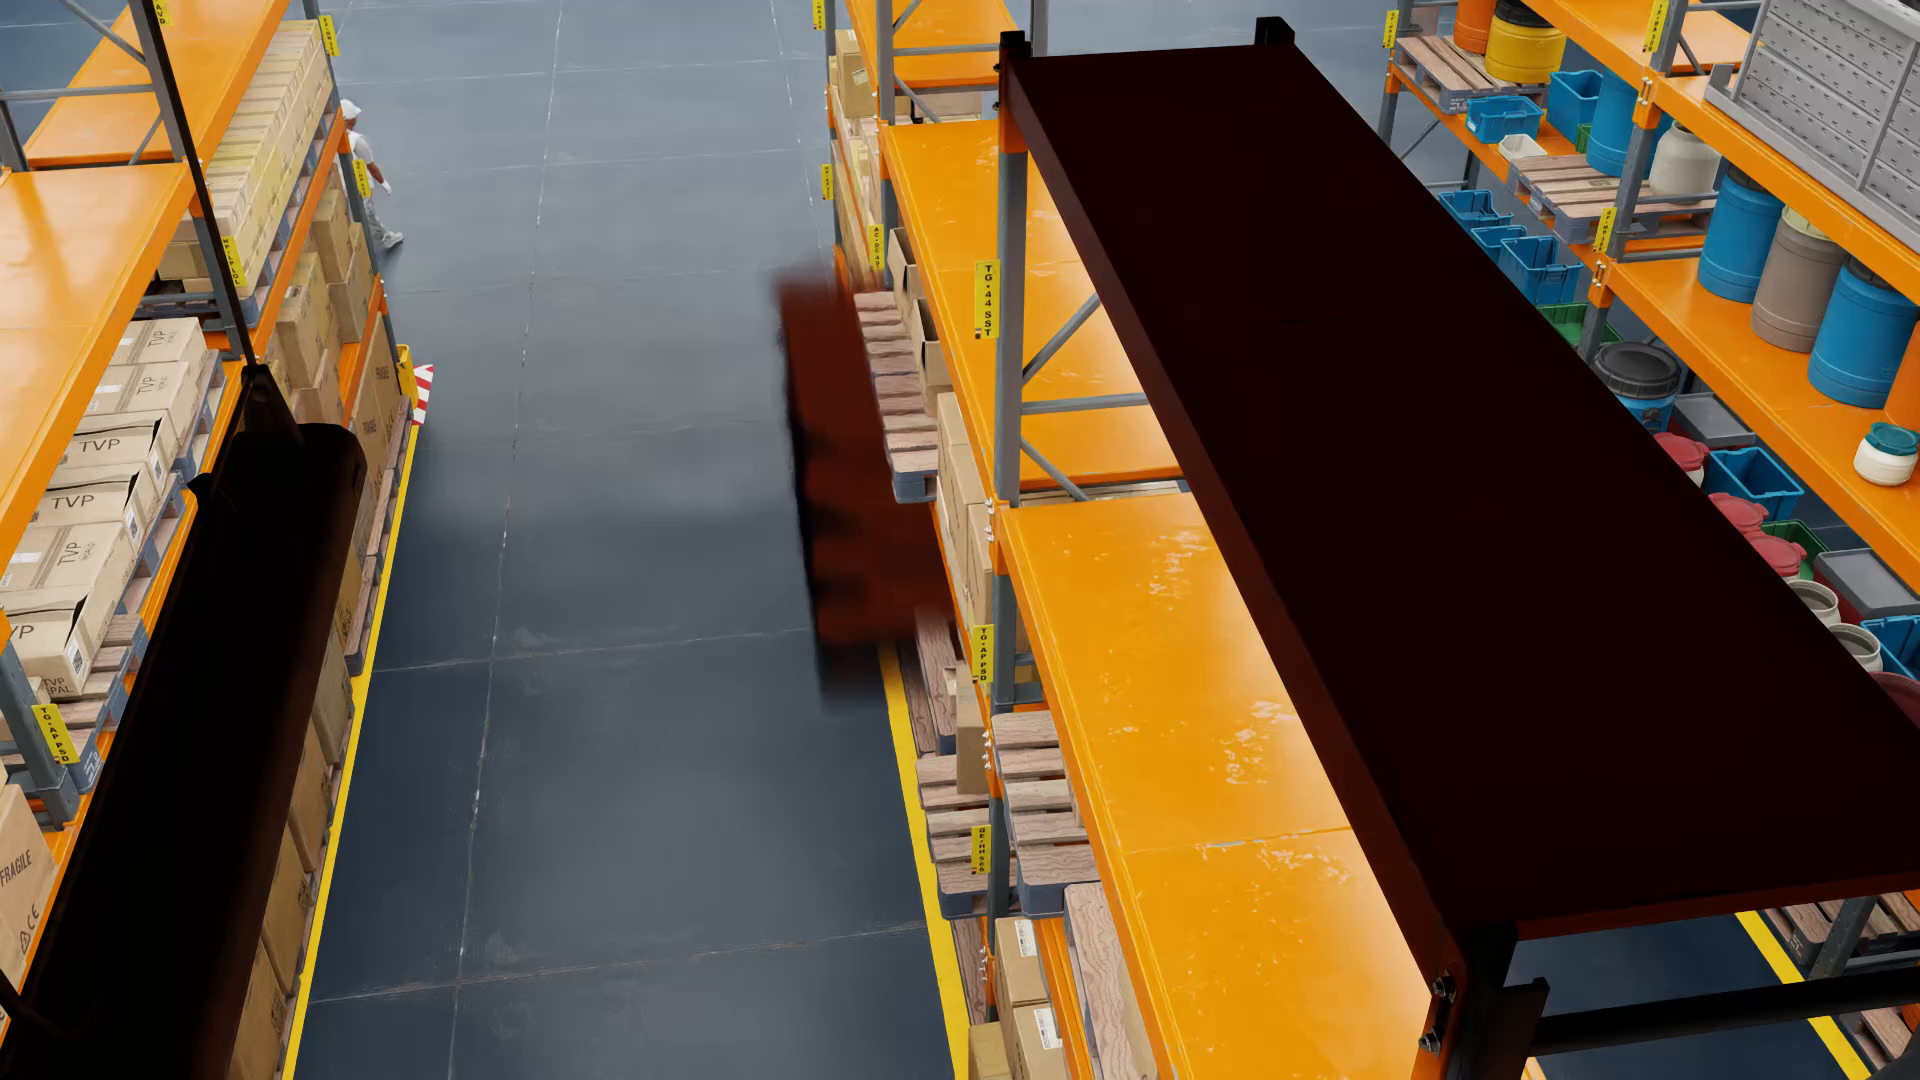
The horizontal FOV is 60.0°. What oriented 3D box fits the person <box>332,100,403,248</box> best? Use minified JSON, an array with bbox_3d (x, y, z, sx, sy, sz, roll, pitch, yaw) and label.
[{"bbox_3d":[-6.067,-3.637,16.883,0.580,1.733,0.943,24,42,29],"label":"person"}]
